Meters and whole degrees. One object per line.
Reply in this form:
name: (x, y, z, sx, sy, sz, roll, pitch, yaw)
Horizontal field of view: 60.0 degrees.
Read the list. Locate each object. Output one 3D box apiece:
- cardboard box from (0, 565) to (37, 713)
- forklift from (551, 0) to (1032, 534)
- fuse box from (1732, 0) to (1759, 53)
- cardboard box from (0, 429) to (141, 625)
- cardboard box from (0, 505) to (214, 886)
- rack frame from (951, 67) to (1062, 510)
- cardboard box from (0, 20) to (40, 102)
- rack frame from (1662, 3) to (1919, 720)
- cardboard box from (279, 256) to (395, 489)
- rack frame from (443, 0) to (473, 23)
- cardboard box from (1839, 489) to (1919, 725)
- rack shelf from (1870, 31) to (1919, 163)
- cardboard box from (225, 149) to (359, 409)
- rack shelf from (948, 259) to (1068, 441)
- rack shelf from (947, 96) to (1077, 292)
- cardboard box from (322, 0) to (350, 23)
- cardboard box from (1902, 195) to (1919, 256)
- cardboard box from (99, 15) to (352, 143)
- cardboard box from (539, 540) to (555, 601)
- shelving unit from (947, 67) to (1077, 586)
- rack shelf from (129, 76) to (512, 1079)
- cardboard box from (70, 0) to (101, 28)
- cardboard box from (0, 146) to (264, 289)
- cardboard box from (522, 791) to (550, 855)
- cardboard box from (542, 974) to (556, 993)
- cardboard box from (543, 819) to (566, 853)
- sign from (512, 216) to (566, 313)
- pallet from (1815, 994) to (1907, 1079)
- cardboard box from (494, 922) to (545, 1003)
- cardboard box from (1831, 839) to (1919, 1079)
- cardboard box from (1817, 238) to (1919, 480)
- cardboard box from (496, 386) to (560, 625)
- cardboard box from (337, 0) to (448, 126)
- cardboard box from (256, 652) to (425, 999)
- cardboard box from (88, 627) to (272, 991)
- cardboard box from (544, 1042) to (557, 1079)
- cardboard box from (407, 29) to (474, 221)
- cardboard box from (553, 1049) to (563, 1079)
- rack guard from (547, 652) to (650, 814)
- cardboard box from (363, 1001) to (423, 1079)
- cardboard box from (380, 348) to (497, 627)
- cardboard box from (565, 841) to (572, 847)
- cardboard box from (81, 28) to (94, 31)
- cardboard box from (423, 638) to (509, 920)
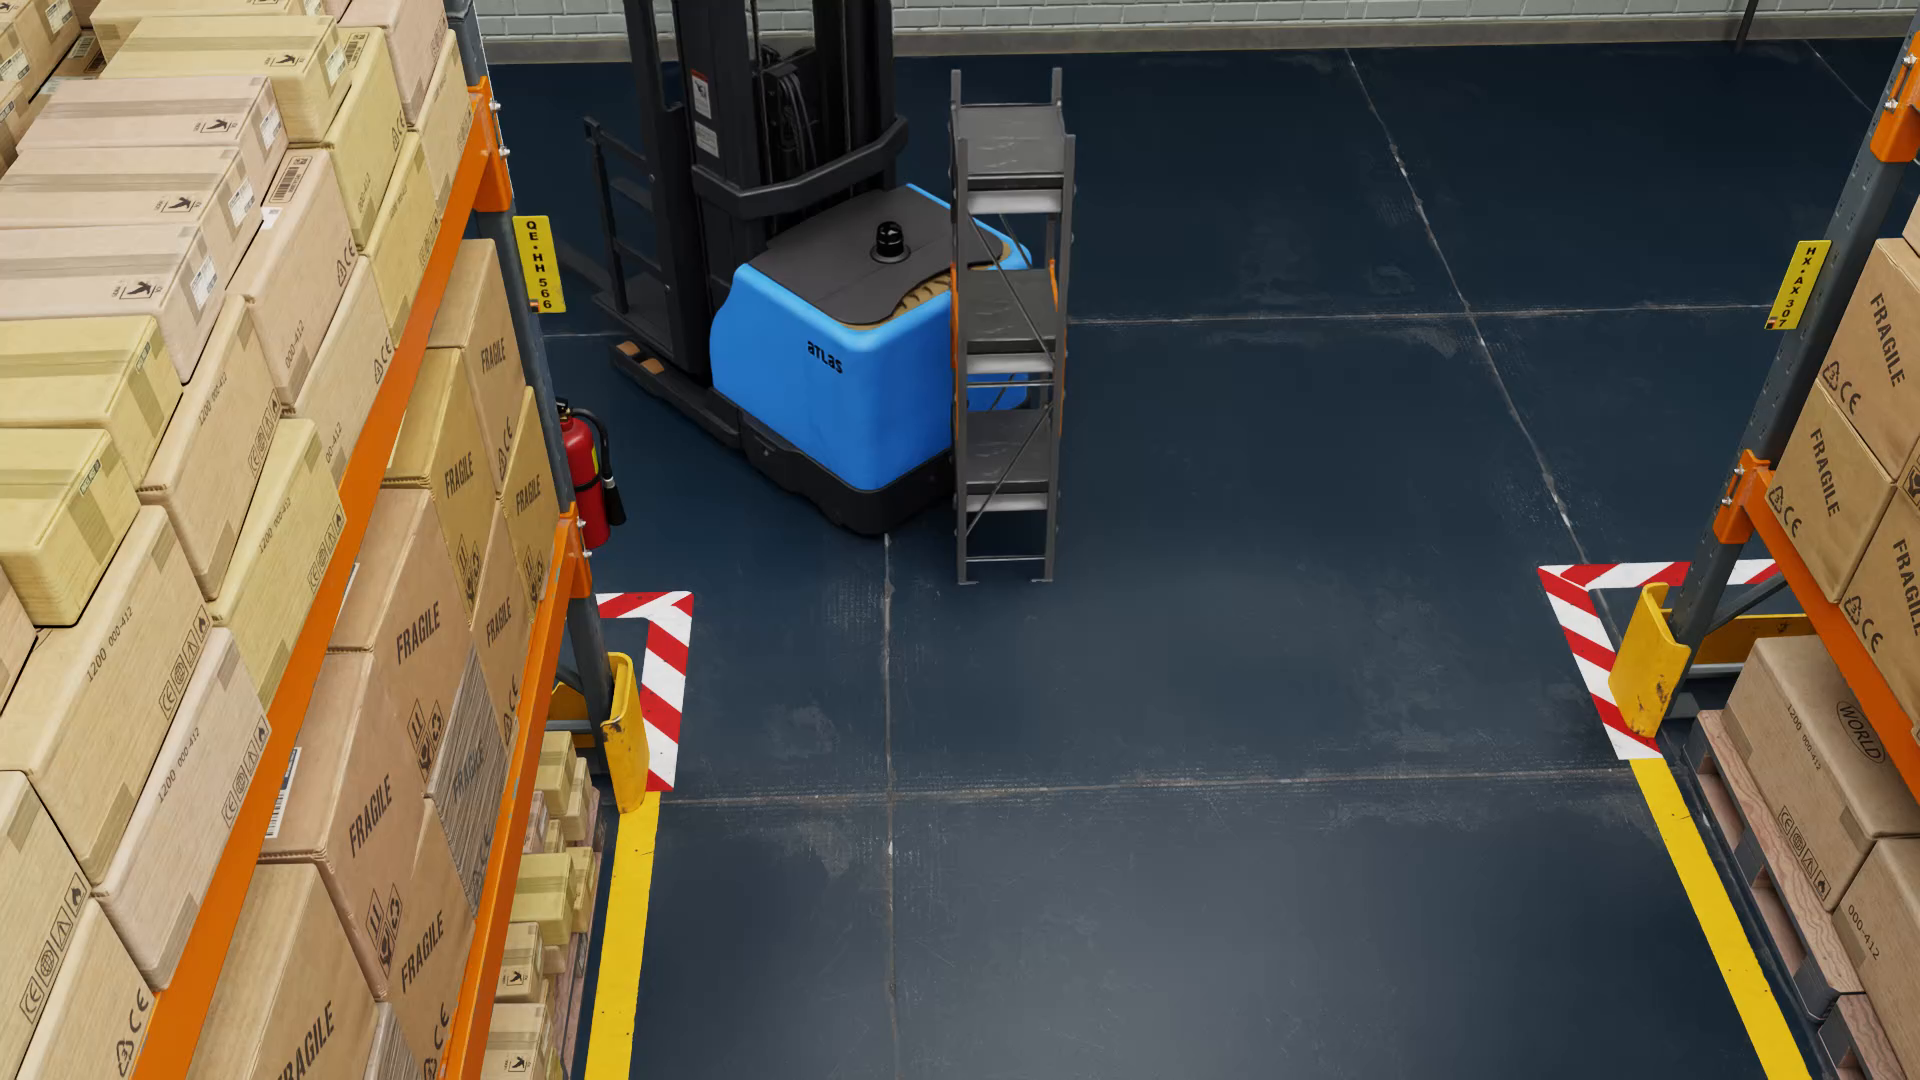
cardboard box: (-1.412, 0.165, 2.077, 0.380, 0.149, 0.250, -3, 43, -3)
forklift: (-1.063, -2.004, 7.267, 1.130, 2.935, 3.031, -33, 52, -31)
fuse box: (5.014, -3.751, 10.075, 0.539, 1.711, 0.414, -2, 43, -2)
cardboard box: (-1.378, -0.021, 2.279, 0.380, 0.149, 0.250, 0, 43, 0)
cardboard box: (-1.404, 0.210, 2.322, 0.500, 0.250, 0.500, -1, 43, -1)
rack frame: (0.168, -0.921, 6.701, 0.400, 2.100, 0.015, -2, 43, -2)
cardboard box: (-2.042, -0.882, 3.218, 0.380, 0.149, 0.250, -1, 43, -1)
rack frame: (3.172, -0.458, 5.529, 1.000, 3.000, 0.127, -2, 43, -2)
cardboard box: (-1.449, -0.319, 3.269, 0.500, 0.250, 0.500, 0, 43, 0)
rack frame: (-1.769, -2.459, 3.273, 1.000, 3.000, 0.127, -2, 43, -2)
cardboard box: (2.955, 0.178, 4.762, 0.500, 0.500, 0.500, -2, 43, -2)
rack shelf: (3.257, 0.052, 3.286, 1.077, 0.370, 4.000, -2, 43, -2)
cardboard box: (-1.454, -0.487, 3.083, 0.500, 0.250, 0.500, -1, 43, -1)
rack shelf: (0.180, -0.746, 6.530, 0.431, 0.518, 0.480, -2, 43, -2)
rack shelf: (0.180, -1.262, 6.057, 0.431, 0.518, 0.480, -2, 43, -2)
cardboard box: (-1.528, -1.245, 3.614, 0.380, 0.149, 0.250, -1, 43, -1)
cardboard box: (2.910, -0.855, 4.669, 0.380, 0.149, 0.250, -1, 43, -1)
cardboard box: (-1.418, -0.895, 3.233, 0.380, 0.149, 0.250, -1, 43, -1)
cardboard box: (-1.473, 0.057, 5.154, 0.380, 0.149, 0.250, -2, 43, -2)
shelving unit: (0.180, -0.756, 6.521, 0.431, 2.100, 0.503, -2, 43, -2)
rack shelf: (-1.684, 0.262, 3.057, 1.077, 0.370, 4.000, -2, 43, -2)
cardboard box: (-1.990, -1.232, 3.600, 0.380, 0.149, 0.250, 0, 43, 0)
cardboard box: (-1.439, -0.548, 2.854, 0.380, 0.149, 0.250, -1, 43, -1)
cardboard box: (-1.540, 0.951, 5.352, 0.380, 0.149, 0.250, -1, 43, -1)
cardboard box: (-1.501, 1.350, 5.357, 0.380, 0.149, 0.250, -2, 43, -2)
cardboard box: (-1.504, 1.065, 5.447, 0.380, 0.149, 0.250, -3, 43, -3)
sign: (-1.214, -0.793, 4.805, 0.100, 0.325, 0.005, -2, 43, -2)
pallet: (3.333, 1.929, 4.989, 1.003, 0.211, 1.213, -2, 43, -2)
cardboard box: (-1.455, 1.299, 4.972, 0.380, 0.149, 0.250, -3, 43, -4)
cardboard box: (3.347, 1.392, 5.097, 0.875, 0.438, 0.875, -1, 43, -1)
cardboard box: (2.908, -0.531, 4.795, 0.500, 0.500, 0.500, -3, 43, -3)
cardboard box: (-1.493, -0.098, 4.843, 0.500, 0.500, 0.500, -1, 43, -1)
cardboard box: (-1.496, -1.179, 3.837, 0.500, 0.250, 0.500, -3, 43, -3)
cardboard box: (-1.423, 0.589, 3.353, 0.500, 0.500, 0.500, -3, 43, -3)
cardboard box: (-1.388, 0.392, 2.493, 0.500, 0.250, 0.500, 0, 43, 0)
cardboard box: (-1.403, 1.587, 4.878, 0.380, 0.149, 0.250, -1, 43, -1)
cardboard box: (-1.486, -0.998, 4.010, 0.500, 0.250, 0.500, -2, 43, -3)
cardboard box: (-1.404, 1.686, 4.990, 0.380, 0.149, 0.250, -3, 43, -4)
rack guard: (-1.766, 0.725, 6.089, 1.175, 0.500, 0.348, -2, 43, -2)
cardboard box: (-1.382, 1.290, 3.329, 0.500, 0.500, 0.500, -2, 43, -3)
cardboard box: (-1.480, -0.119, 4.125, 0.500, 0.500, 0.500, -3, 43, -3)
cardboard box: (-1.539, 0.998, 5.740, 0.380, 0.149, 0.250, -1, 43, -1)
cardboard box: (-2.010, -1.172, 3.830, 0.500, 0.250, 0.500, -1, 43, -1)
cardboard box: (-1.445, 0.592, 4.090, 0.500, 0.500, 0.500, -2, 43, -2)
